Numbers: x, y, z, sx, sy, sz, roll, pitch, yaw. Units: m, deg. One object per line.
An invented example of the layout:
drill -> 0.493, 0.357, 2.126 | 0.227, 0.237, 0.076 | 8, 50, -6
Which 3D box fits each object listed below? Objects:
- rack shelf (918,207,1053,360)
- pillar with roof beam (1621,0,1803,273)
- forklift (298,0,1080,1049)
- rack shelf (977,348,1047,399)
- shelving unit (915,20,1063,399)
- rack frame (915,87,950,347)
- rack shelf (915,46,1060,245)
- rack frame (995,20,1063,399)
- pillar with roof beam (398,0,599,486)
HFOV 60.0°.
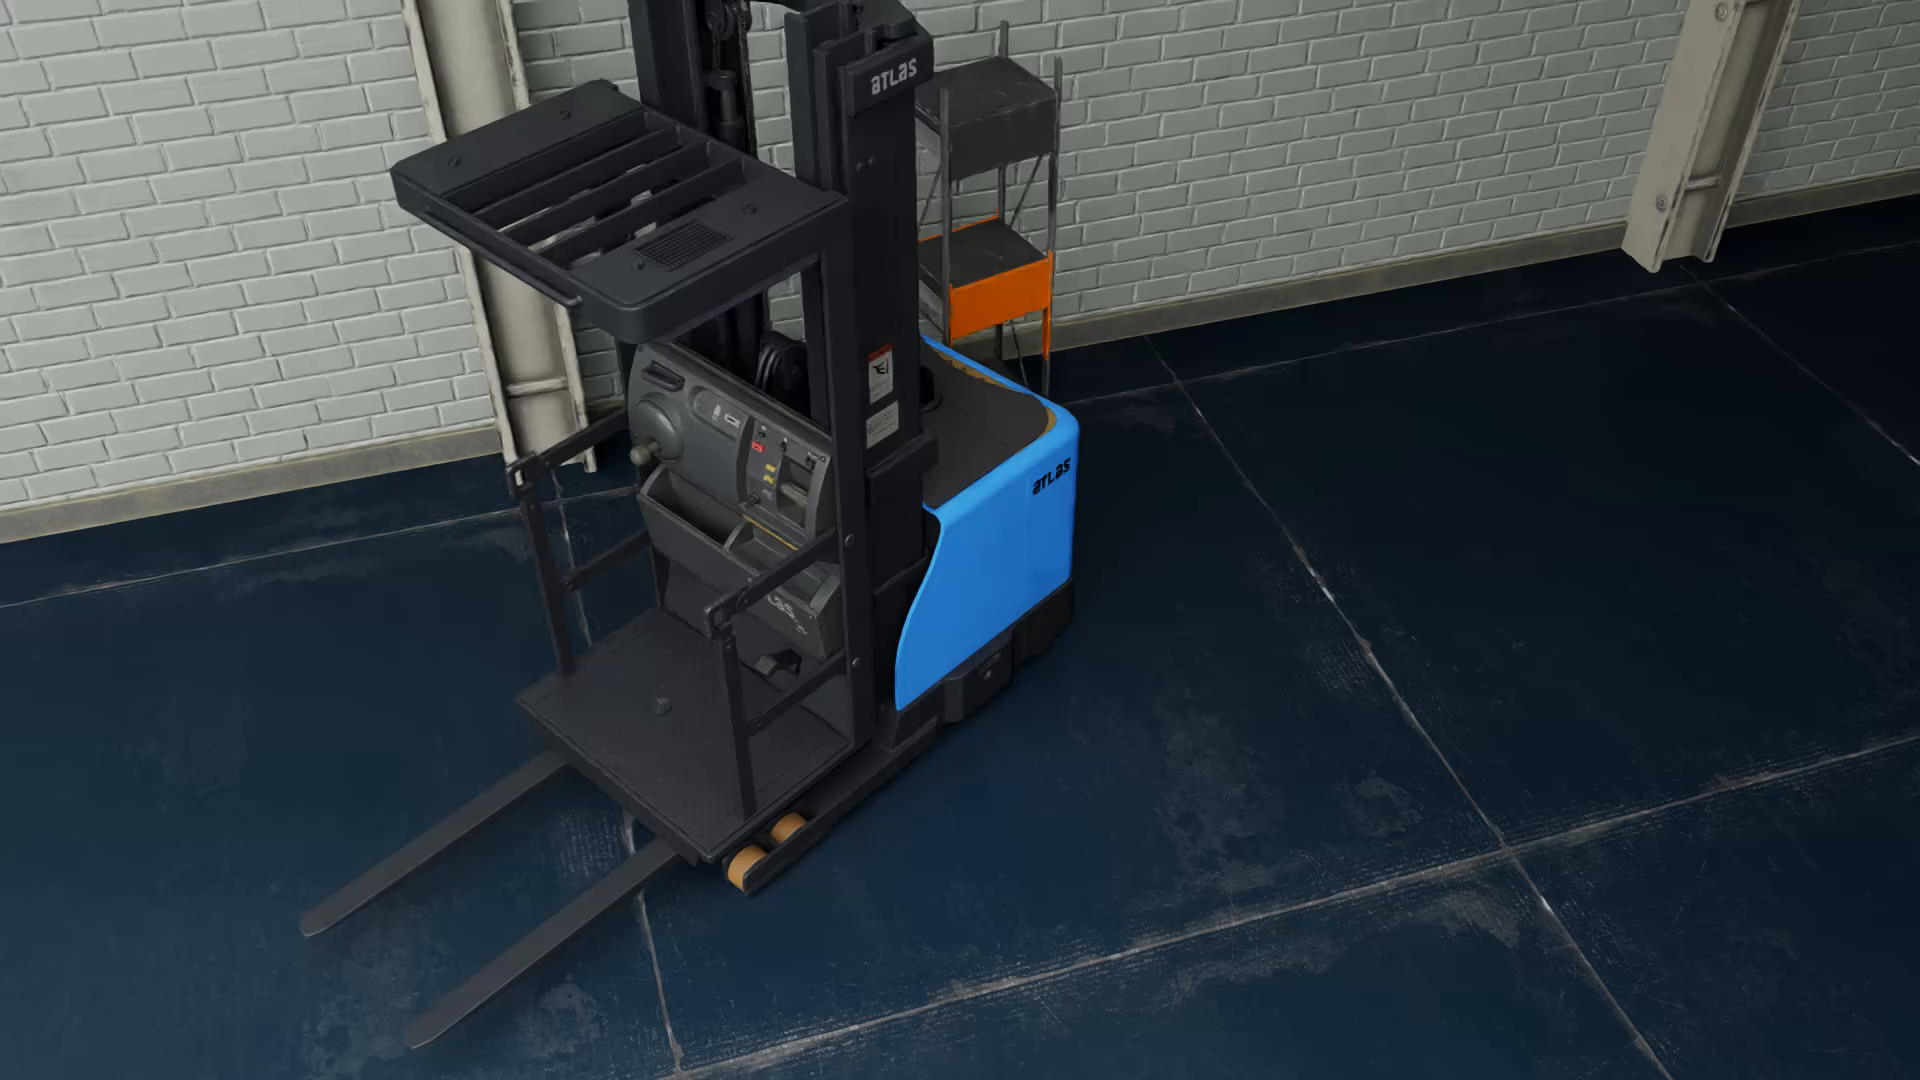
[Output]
rack shelf -> 0.058, -0.980, 6.796 | 0.480, 0.518, 0.431 | -22, 46, -23
pillar with roof beam -> 5.126, -2.248, 2.983 | 0.400, 9.000, 9.100 | -12, 42, -13
forklift -> -0.906, -0.251, 5.310 | 1.130, 2.935, 3.031 | 31, 50, 31
rack shelf -> 0.058, -0.453, 7.257 | 0.480, 0.518, 0.431 | -22, 46, -23
shelving unit -> 0.058, -0.990, 6.787 | 0.503, 2.100, 0.431 | -22, 46, -23
rack frame -> -0.150, -0.906, 6.691 | 0.015, 2.100, 0.400 | -22, 46, -23
rack shelf -> 0.058, -1.507, 6.336 | 0.480, 0.518, 0.431 | -22, 46, -23
rack frame -> 0.266, -1.074, 6.883 | 0.015, 2.100, 0.400 | -22, 46, -23
pillar with roof beam -> -0.597, -1.062, 1.626 | 0.400, 9.000, 9.100 | -12, 42, -13
